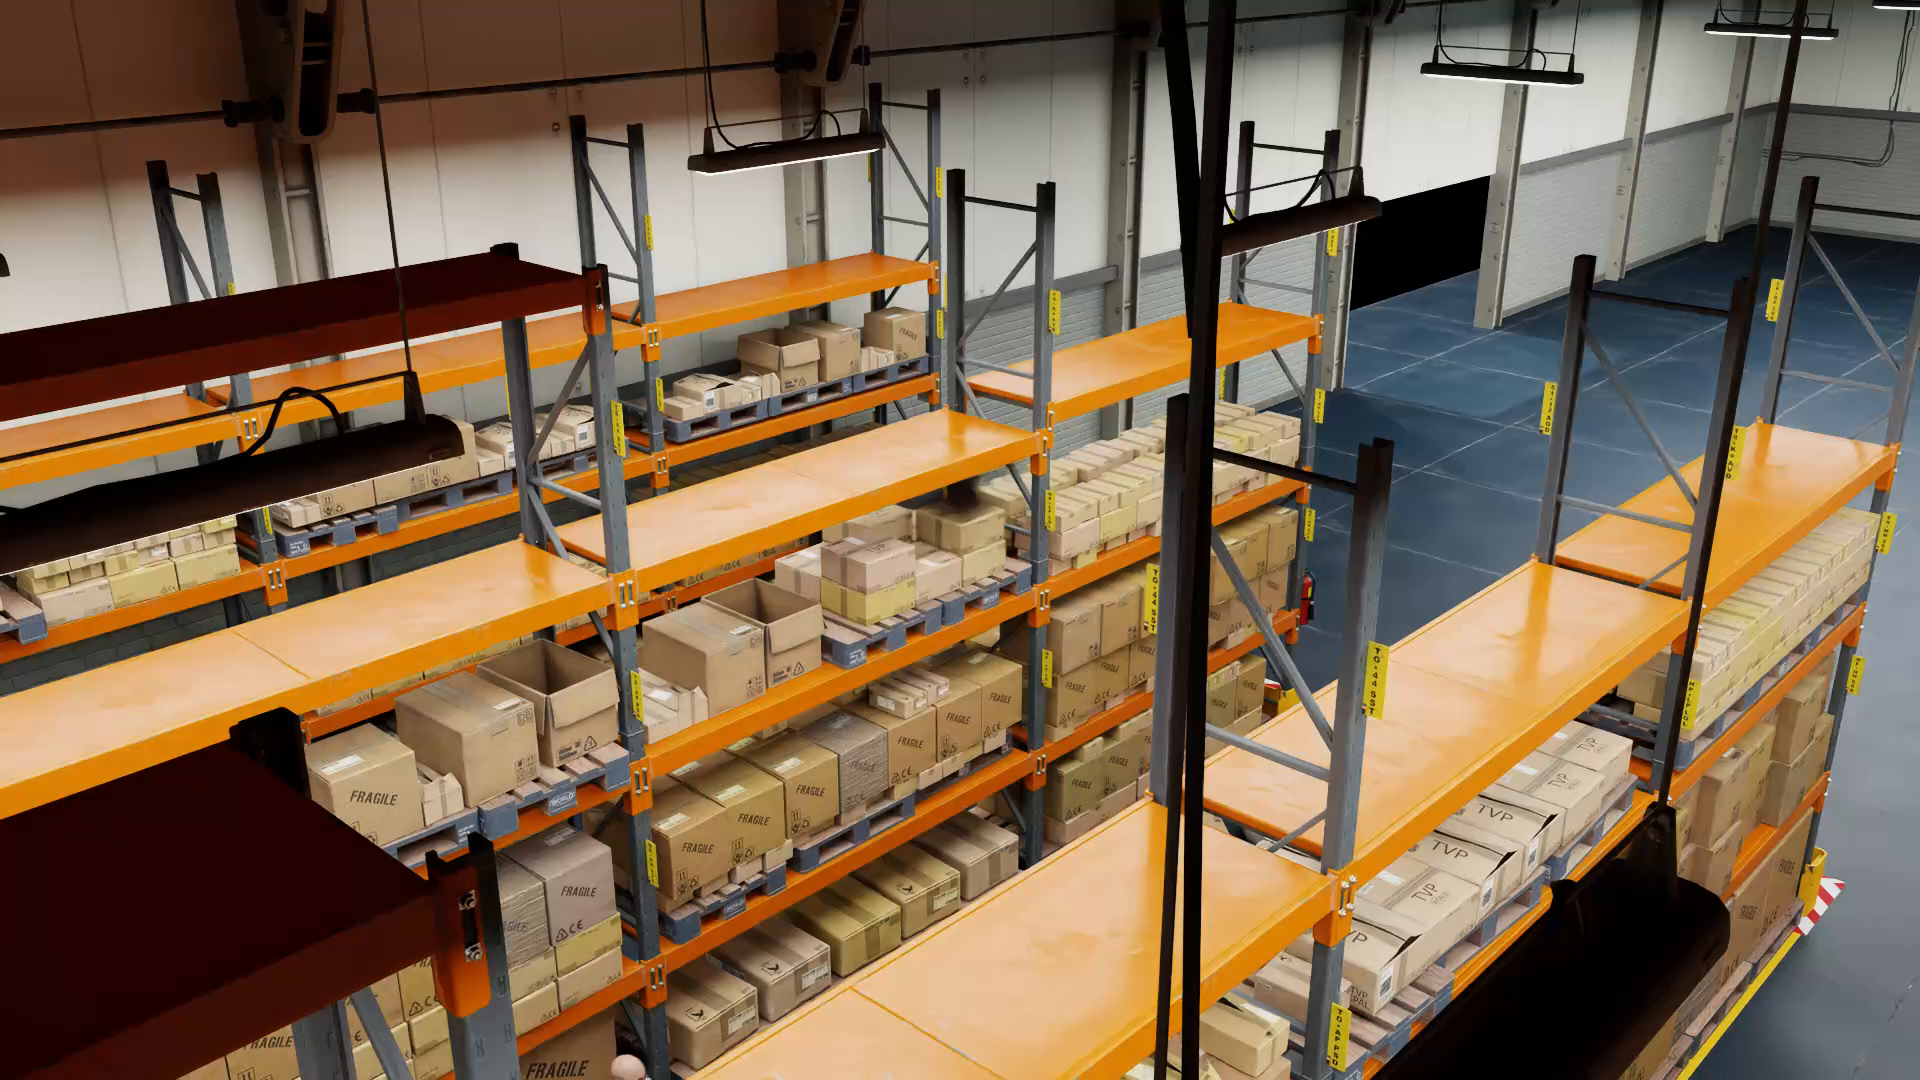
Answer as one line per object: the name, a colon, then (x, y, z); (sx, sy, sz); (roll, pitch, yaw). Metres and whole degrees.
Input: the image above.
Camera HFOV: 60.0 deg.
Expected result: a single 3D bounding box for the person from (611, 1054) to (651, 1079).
person: (-1.874, 3.818, 9.757); (0.517, 1.810, 0.652); (15, 26, 33)
